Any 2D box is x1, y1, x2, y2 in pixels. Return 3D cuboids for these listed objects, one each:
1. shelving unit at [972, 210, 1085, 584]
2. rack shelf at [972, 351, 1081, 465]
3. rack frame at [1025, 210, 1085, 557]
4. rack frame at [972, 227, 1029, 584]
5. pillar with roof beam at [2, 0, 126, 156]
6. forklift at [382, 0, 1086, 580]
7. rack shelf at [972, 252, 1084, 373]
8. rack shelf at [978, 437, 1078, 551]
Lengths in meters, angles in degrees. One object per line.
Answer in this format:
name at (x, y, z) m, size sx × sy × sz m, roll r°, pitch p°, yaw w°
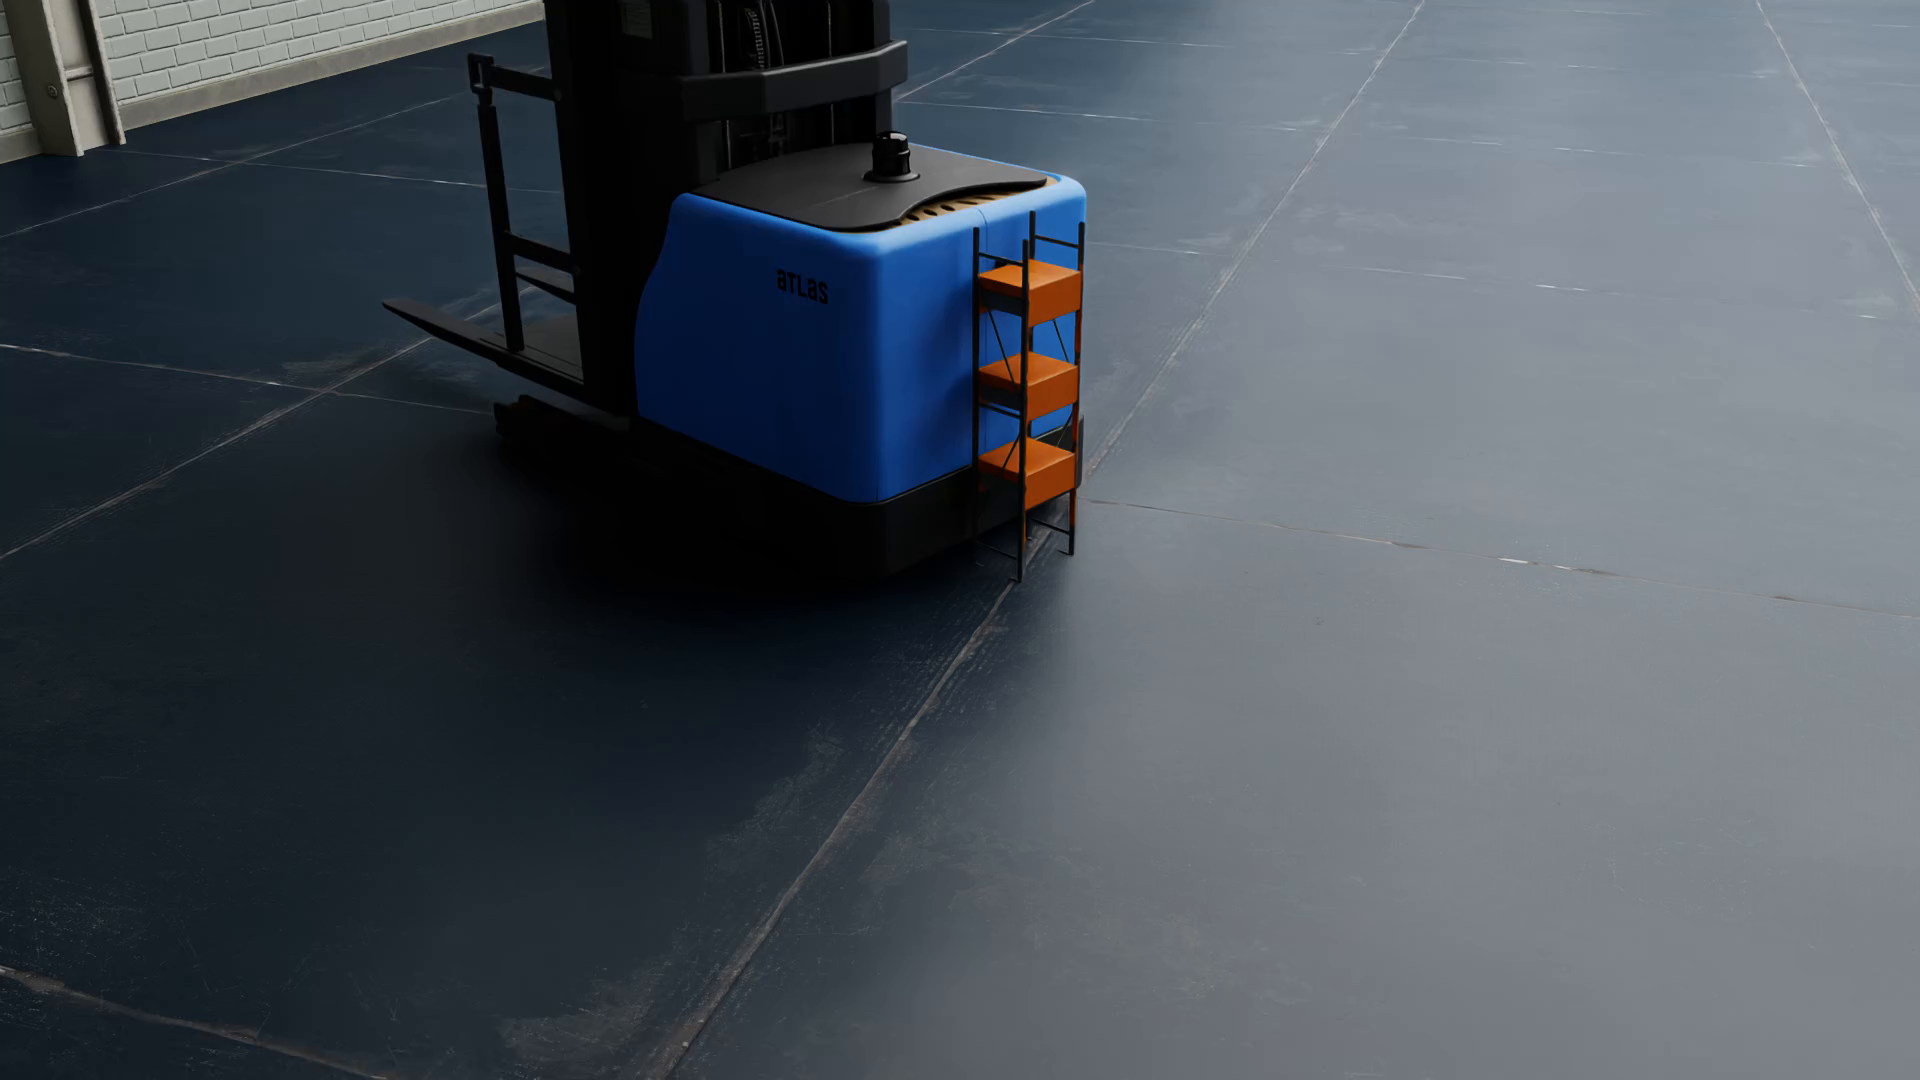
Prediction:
shelving unit at (0.195, -0.412, 4.895) m, size 0.215 × 1.050 × 0.252 m, roll 22°, pitch 33°, yaw 37°
rack shelf at (0.195, -0.402, 4.900) m, size 0.215 × 0.259 × 0.240 m, roll 22°, pitch 33°, yaw 37°
rack frame at (0.278, -0.451, 4.976) m, size 0.200 × 1.050 × 0.008 m, roll 22°, pitch 33°, yaw 37°
rack frame at (0.113, -0.372, 4.815) m, size 0.200 × 1.050 × 0.008 m, roll 22°, pitch 33°, yaw 37°
pillar with roof beam at (-1.341, -5.842, 6.990) m, size 9.100 × 9.000 × 0.400 m, roll 9°, pitch 27°, yaw 17°
forklift at (-1.015, -1.738, 5.475) m, size 3.031 × 2.935 × 1.130 m, roll 22°, pitch 34°, yaw 38°
rack shelf at (0.195, -0.658, 4.776) m, size 0.215 × 0.259 × 0.240 m, roll 22°, pitch 33°, yaw 37°
rack shelf at (0.195, -0.152, 5.021) m, size 0.215 × 0.259 × 0.240 m, roll 22°, pitch 33°, yaw 37°
